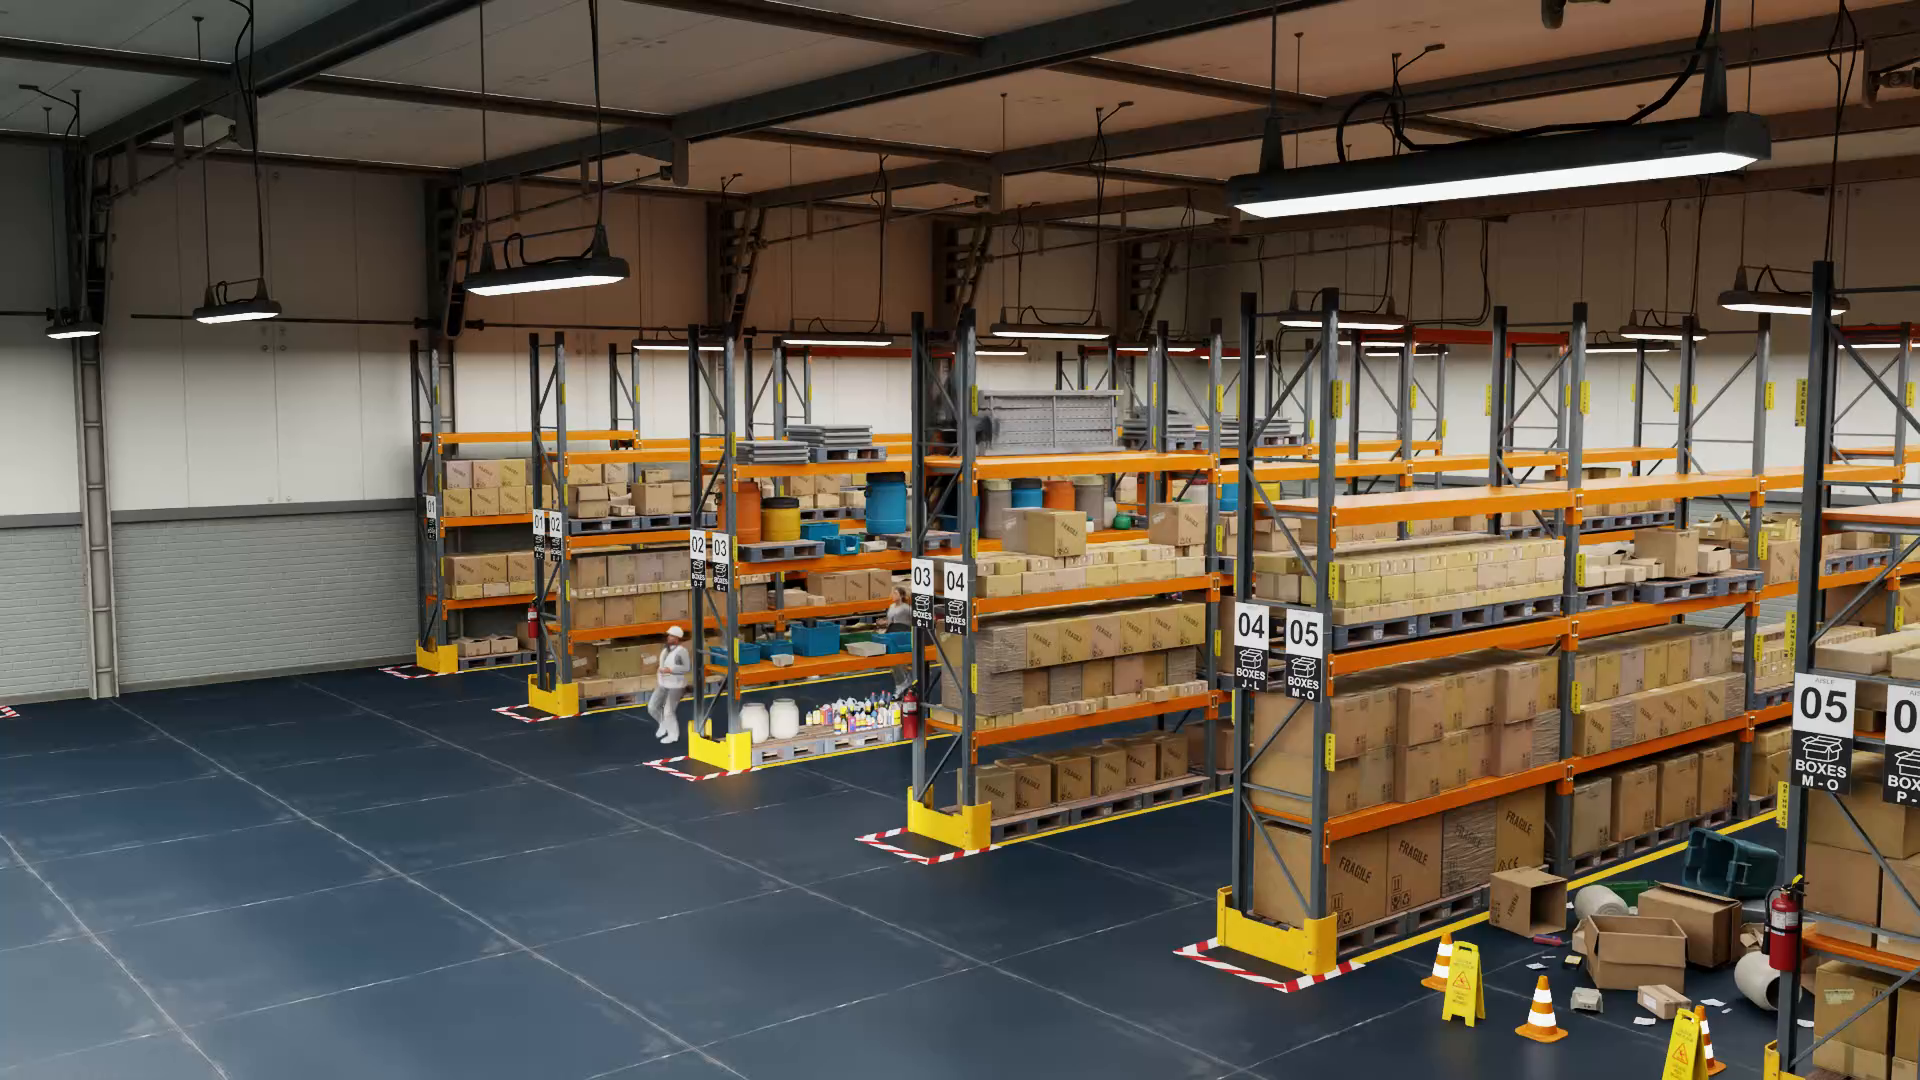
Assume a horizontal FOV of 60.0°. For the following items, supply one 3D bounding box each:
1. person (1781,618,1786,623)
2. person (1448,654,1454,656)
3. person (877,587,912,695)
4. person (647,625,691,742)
[{"bbox_3d":[12.522,1.998,25.319,0.547,1.657,0.604,-4,7,-39],"label":"person"},{"bbox_3d":[6.751,2.213,22.522,0.817,1.775,0.673,-4,7,-37],"label":"person"},{"bbox_3d":[-1.020,1.610,26.536,0.623,1.720,0.547,-4,7,-39],"label":"person"},{"bbox_3d":[-4.187,2.095,24.015,0.667,1.725,0.566,4,7,37],"label":"person"}]
